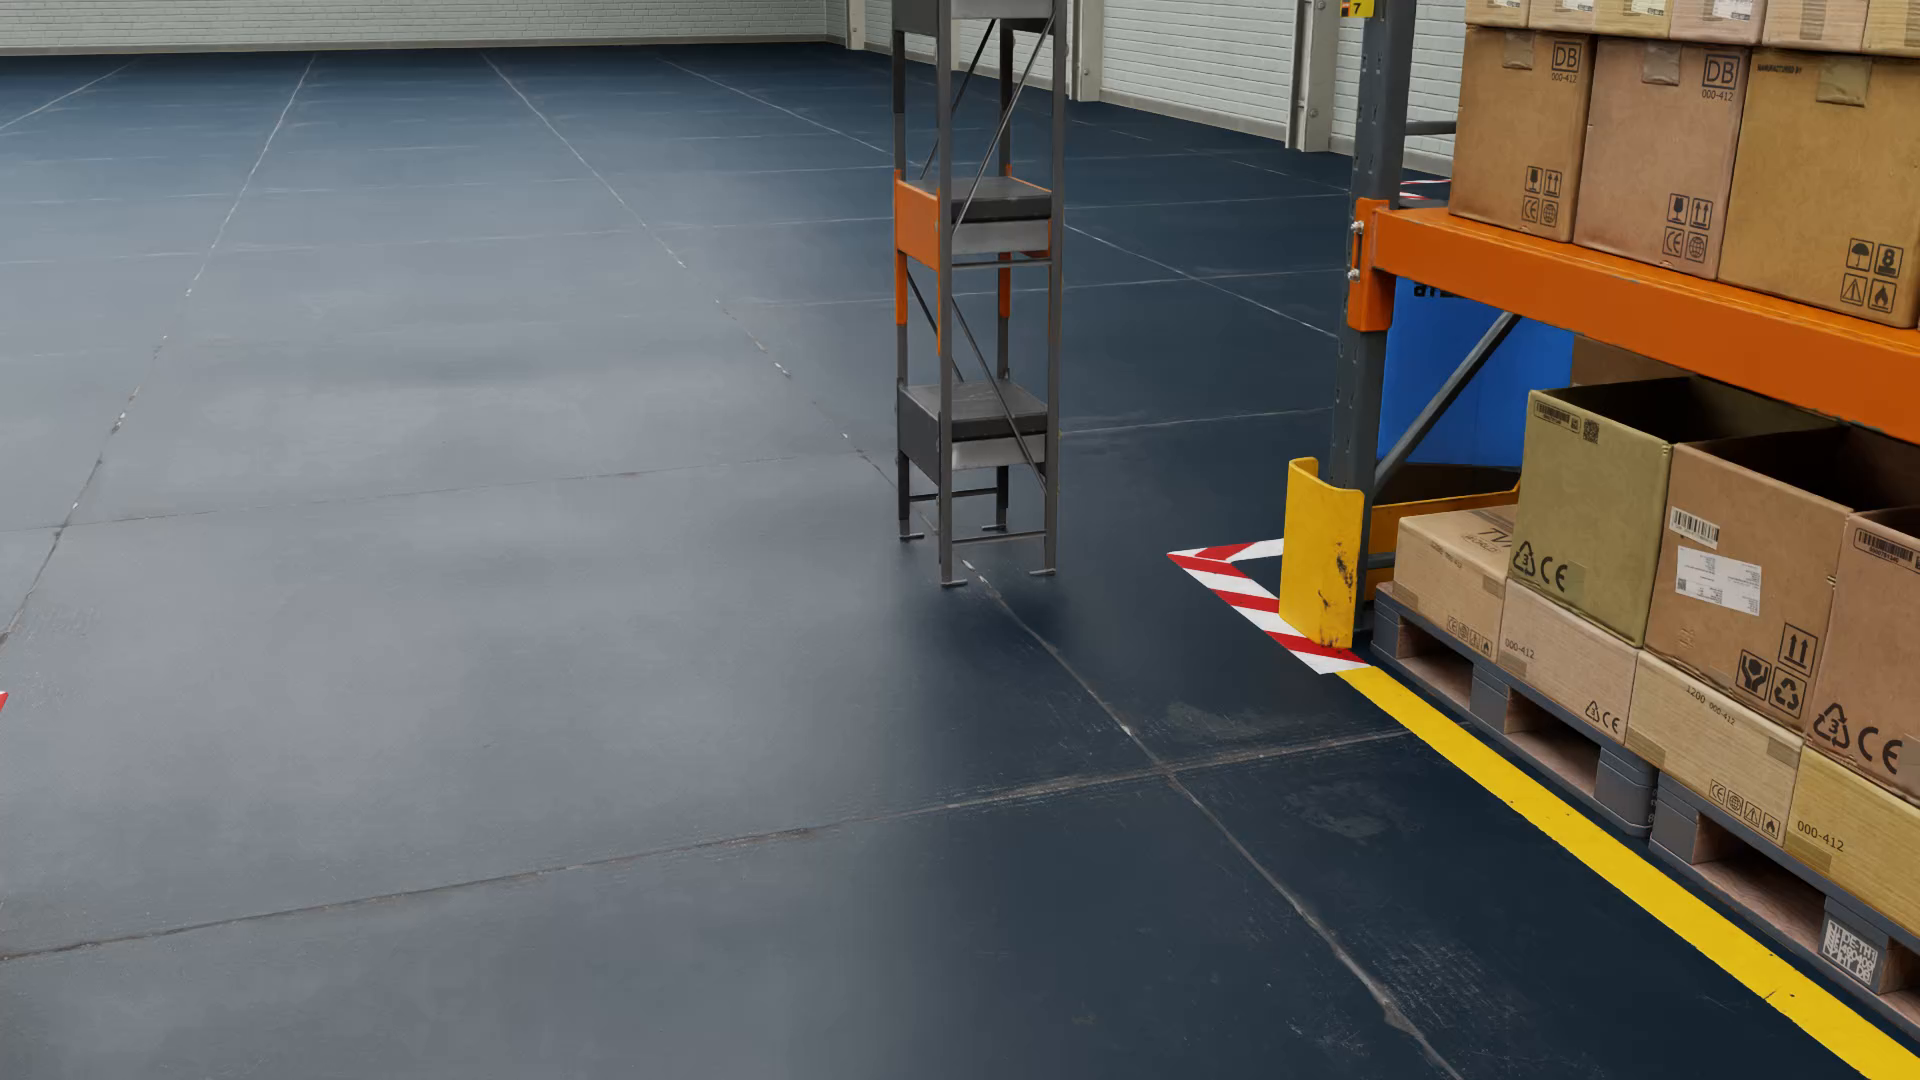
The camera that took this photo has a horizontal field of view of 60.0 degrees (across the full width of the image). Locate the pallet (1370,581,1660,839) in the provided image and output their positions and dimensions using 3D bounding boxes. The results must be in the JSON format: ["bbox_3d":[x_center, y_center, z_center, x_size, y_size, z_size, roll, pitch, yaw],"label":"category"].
[{"bbox_3d":[1.887,0.366,4.584,1.003,0.211,1.213,-6,21,-17],"label":"pallet"}]

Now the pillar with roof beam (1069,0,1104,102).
[{"bbox_3d":[-2.395,-9.724,19.677,9.100,9.000,0.400,-6,21,-17],"label":"pillar with roof beam"}]

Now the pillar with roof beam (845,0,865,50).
[{"bbox_3d":[-6.167,-13.575,30.398,9.100,9.000,0.400,-6,21,-17],"label":"pillar with roof beam"}]

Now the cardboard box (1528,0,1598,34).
[{"bbox_3d":[1.611,-1.306,4.007,0.380,0.149,0.250,-7,21,-19],"label":"cardboard box"}]

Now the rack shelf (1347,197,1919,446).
[{"bbox_3d":[2.235,-0.206,3.118,1.077,0.370,4.000,-6,21,-17],"label":"rack shelf"}]

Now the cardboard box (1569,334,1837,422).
[{"bbox_3d":[2.058,-0.303,4.659,0.500,0.500,0.500,-6,21,-17],"label":"cardboard box"}]

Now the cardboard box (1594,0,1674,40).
[{"bbox_3d":[1.688,-1.226,3.784,0.380,0.149,0.250,-6,21,-17],"label":"cardboard box"}]

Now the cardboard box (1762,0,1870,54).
[{"bbox_3d":[1.852,-1.059,3.321,0.380,0.149,0.250,-7,21,-19],"label":"cardboard box"}]

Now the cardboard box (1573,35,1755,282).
[{"bbox_3d":[1.911,-0.915,3.878,0.700,0.500,0.500,-6,21,-16],"label":"cardboard box"}]

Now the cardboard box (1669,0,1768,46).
[{"bbox_3d":[1.765,-1.144,3.558,0.380,0.149,0.250,-7,21,-18],"label":"cardboard box"}]

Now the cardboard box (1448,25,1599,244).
[{"bbox_3d":[1.741,-1.083,4.345,0.700,0.500,0.500,-6,21,-17],"label":"cardboard box"}]

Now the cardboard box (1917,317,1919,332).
[{"bbox_3d":[2.230,-0.586,2.963,0.700,0.500,0.500,-6,21,-16],"label":"cardboard box"}]

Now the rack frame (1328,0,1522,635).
[{"bbox_3d":[1.607,-1.187,4.783,1.000,3.000,0.127,-6,21,-17],"label":"rack frame"}]

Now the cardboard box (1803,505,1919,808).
[{"bbox_3d":[2.033,0.234,3.164,0.500,0.500,0.500,-6,21,-17],"label":"cardboard box"}]

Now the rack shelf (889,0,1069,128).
[{"bbox_3d":[0.052,-1.581,5.182,0.431,0.518,0.480,-6,21,-17],"label":"rack shelf"}]

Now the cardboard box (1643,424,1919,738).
[{"bbox_3d":[1.892,0.072,3.616,0.500,0.500,0.500,-6,21,-17],"label":"cardboard box"}]

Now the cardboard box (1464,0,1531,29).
[{"bbox_3d":[1.525,-1.390,4.242,0.380,0.149,0.250,-7,21,-18],"label":"cardboard box"}]

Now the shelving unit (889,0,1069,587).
[{"bbox_3d":[0.052,-0.935,5.414,0.431,2.100,0.503,-6,21,-17],"label":"shelving unit"}]

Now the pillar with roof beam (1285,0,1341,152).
[{"bbox_3d":[-0.509,-7.798,14.316,9.100,9.000,0.400,-6,21,-17],"label":"pillar with roof beam"}]

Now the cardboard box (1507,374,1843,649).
[{"bbox_3d":[1.723,-0.087,4.059,0.500,0.500,0.500,-6,21,-17],"label":"cardboard box"}]

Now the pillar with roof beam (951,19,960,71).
[{"bbox_3d":[-4.281,-11.649,25.037,9.100,9.000,0.400,-6,21,-17],"label":"pillar with roof beam"}]

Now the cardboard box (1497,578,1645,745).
[{"bbox_3d":[1.725,0.265,4.186,0.500,0.250,0.500,-6,21,-17],"label":"cardboard box"}]

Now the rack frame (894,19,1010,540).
[{"bbox_3d":[-0.025,-1.013,5.632,0.400,2.100,0.015,-6,21,-17],"label":"rack frame"}]

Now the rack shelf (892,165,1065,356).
[{"bbox_3d":[0.052,-0.922,5.418,0.431,0.518,0.480,-6,21,-17],"label":"rack shelf"}]

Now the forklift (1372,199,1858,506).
[{"bbox_3d":[2.957,-1.464,5.656,3.031,2.935,1.130,3,20,7],"label":"forklift"}]

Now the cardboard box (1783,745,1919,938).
[{"bbox_3d":[2.034,0.587,3.291,0.500,0.250,0.500,-6,21,-17],"label":"cardboard box"}]

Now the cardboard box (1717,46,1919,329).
[{"bbox_3d":[2.061,-0.755,3.432,0.700,0.500,0.500,-6,21,-17],"label":"cardboard box"}]

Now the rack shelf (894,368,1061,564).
[{"bbox_3d":[0.052,-0.263,5.655,0.431,0.518,0.480,-6,21,-17],"label":"rack shelf"}]

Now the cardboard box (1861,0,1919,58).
[{"bbox_3d":[1.932,-0.977,3.092,0.380,0.149,0.250,-7,21,-18],"label":"cardboard box"}]

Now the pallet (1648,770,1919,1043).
[{"bbox_3d":[2.266,0.757,3.496,1.003,0.211,1.213,-6,21,-17],"label":"pallet"}]

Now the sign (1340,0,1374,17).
[{"bbox_3d":[1.078,-1.574,4.465,0.100,0.325,0.005,-6,21,-17],"label":"sign"}]

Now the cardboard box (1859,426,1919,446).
[{"bbox_3d":[2.386,0.017,3.770,0.500,0.500,0.500,-6,21,-17],"label":"cardboard box"}]

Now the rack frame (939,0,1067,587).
[{"bbox_3d":[0.129,-0.857,5.196,0.400,2.100,0.015,-6,21,-17],"label":"rack frame"}]

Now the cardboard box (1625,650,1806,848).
[{"bbox_3d":[1.881,0.426,3.740,0.500,0.250,0.500,-6,21,-17],"label":"cardboard box"}]

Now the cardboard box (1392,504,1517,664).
[{"bbox_3d":[1.564,0.105,4.632,0.500,0.250,0.500,-6,21,-17],"label":"cardboard box"}]

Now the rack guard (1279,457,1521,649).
[{"bbox_3d":[1.599,-0.018,5.227,1.175,0.500,0.348,-6,21,-17],"label":"rack guard"}]
